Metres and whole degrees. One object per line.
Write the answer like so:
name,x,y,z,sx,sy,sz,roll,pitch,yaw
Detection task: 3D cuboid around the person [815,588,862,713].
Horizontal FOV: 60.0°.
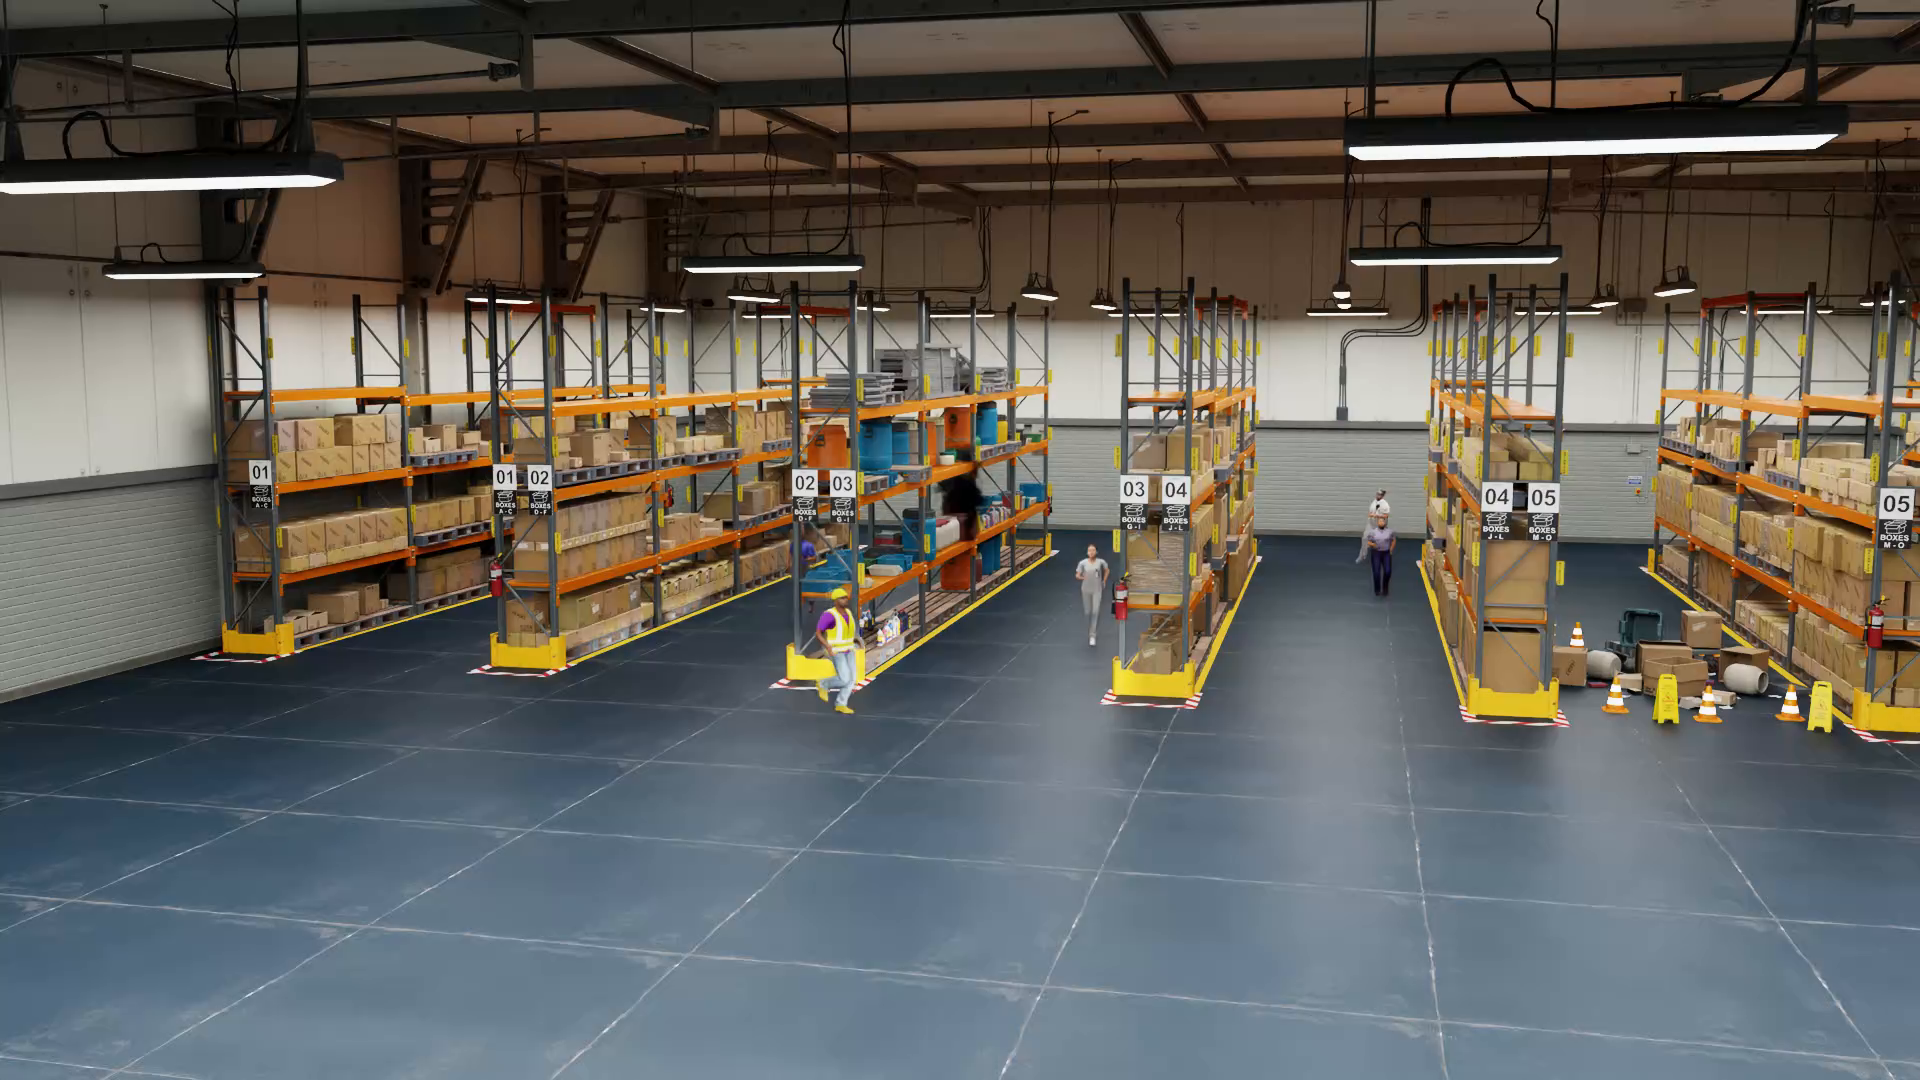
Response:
person,-1.680,1.524,22.979,0.594,1.728,0.703,5,8,39

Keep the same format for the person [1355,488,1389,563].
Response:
person,9.776,-0.340,38.865,0.895,1.771,0.653,-4,8,-30

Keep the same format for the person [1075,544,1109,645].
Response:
person,2.247,0.894,28.350,0.565,1.672,0.951,1,7,9

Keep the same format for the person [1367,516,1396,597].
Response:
person,8.522,0.343,33.596,0.589,1.627,0.590,1,7,10

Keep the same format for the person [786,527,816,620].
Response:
person,-2.896,0.592,30.304,0.583,1.617,0.924,1,7,8
